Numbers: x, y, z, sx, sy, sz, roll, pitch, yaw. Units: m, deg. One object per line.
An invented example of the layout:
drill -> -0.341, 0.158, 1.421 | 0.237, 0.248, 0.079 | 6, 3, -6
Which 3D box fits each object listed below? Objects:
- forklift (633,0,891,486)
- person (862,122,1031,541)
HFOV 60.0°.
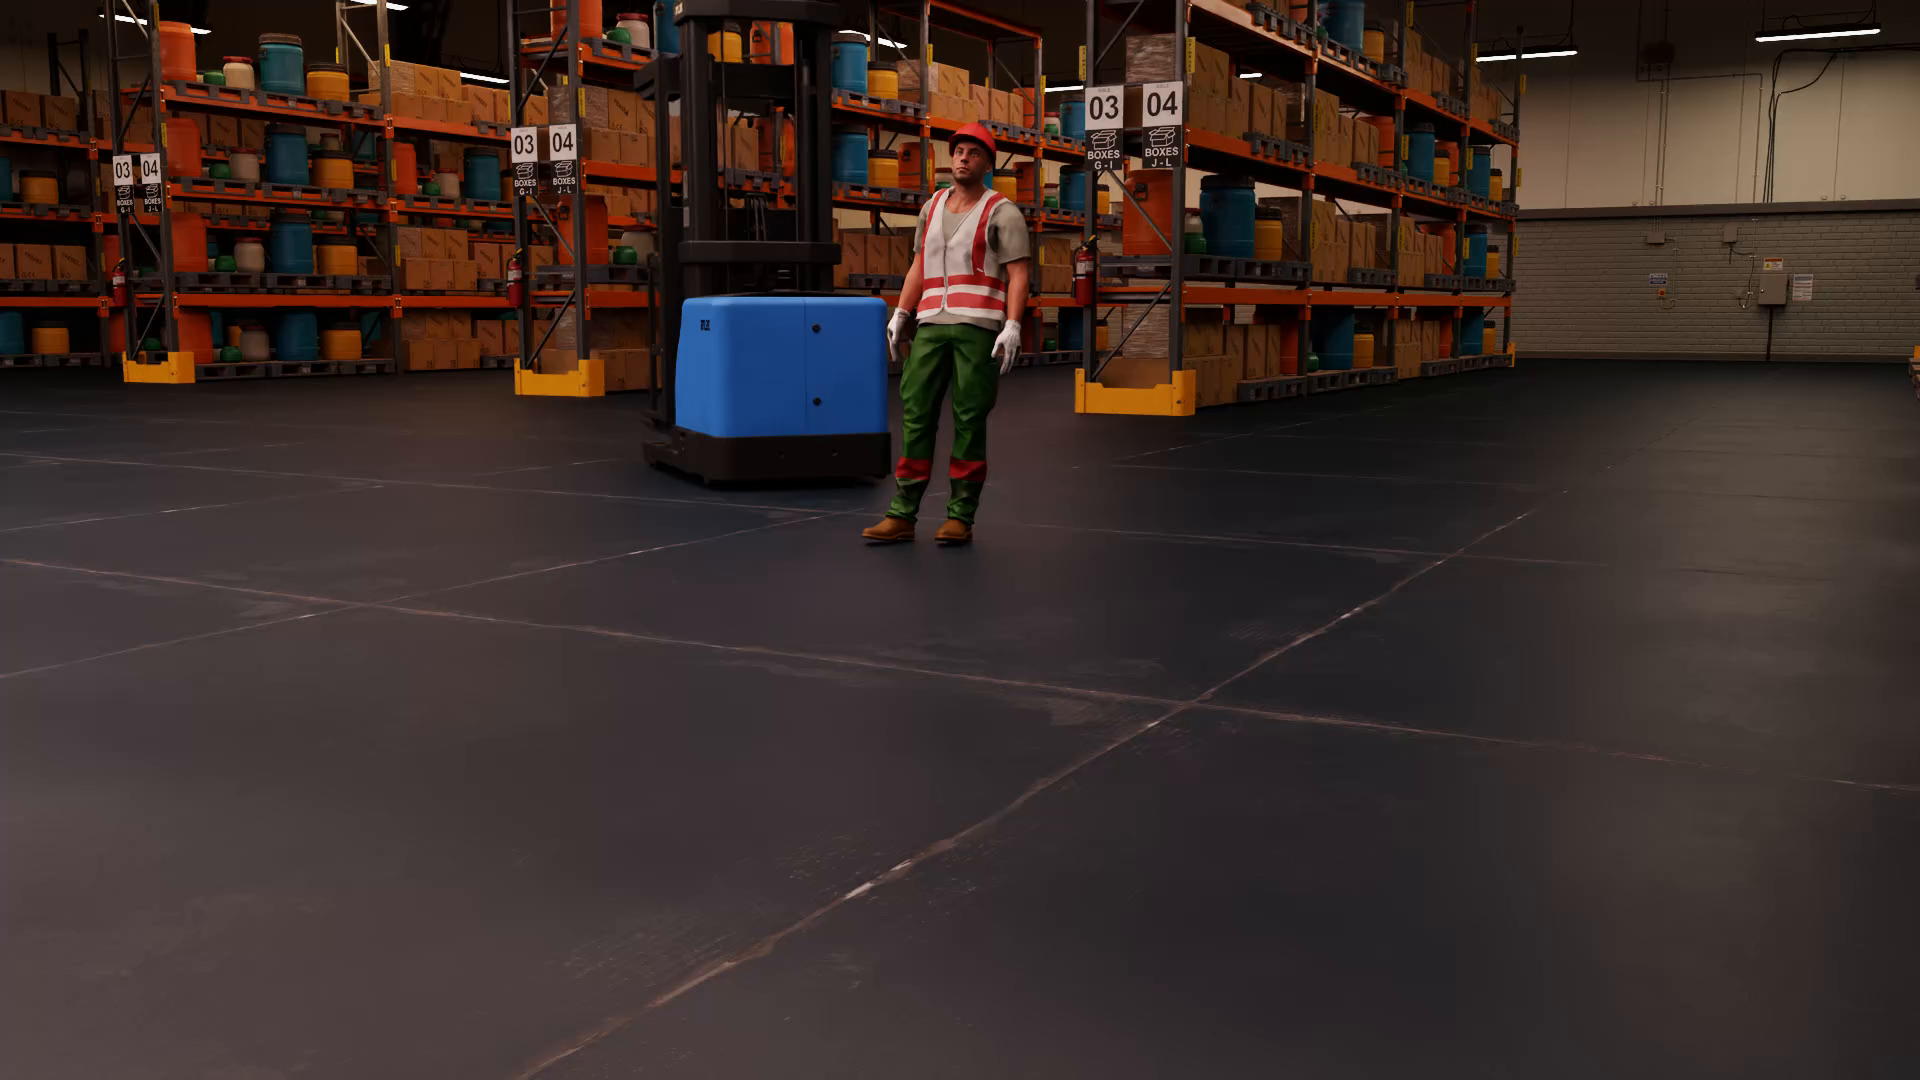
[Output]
forklift -> -1.413, -1.920, 10.505 | 1.130, 2.935, 3.031 | -3, 8, -22
person -> -0.049, -0.884, 7.127 | 0.638, 1.787, 0.564 | 4, 9, 29
